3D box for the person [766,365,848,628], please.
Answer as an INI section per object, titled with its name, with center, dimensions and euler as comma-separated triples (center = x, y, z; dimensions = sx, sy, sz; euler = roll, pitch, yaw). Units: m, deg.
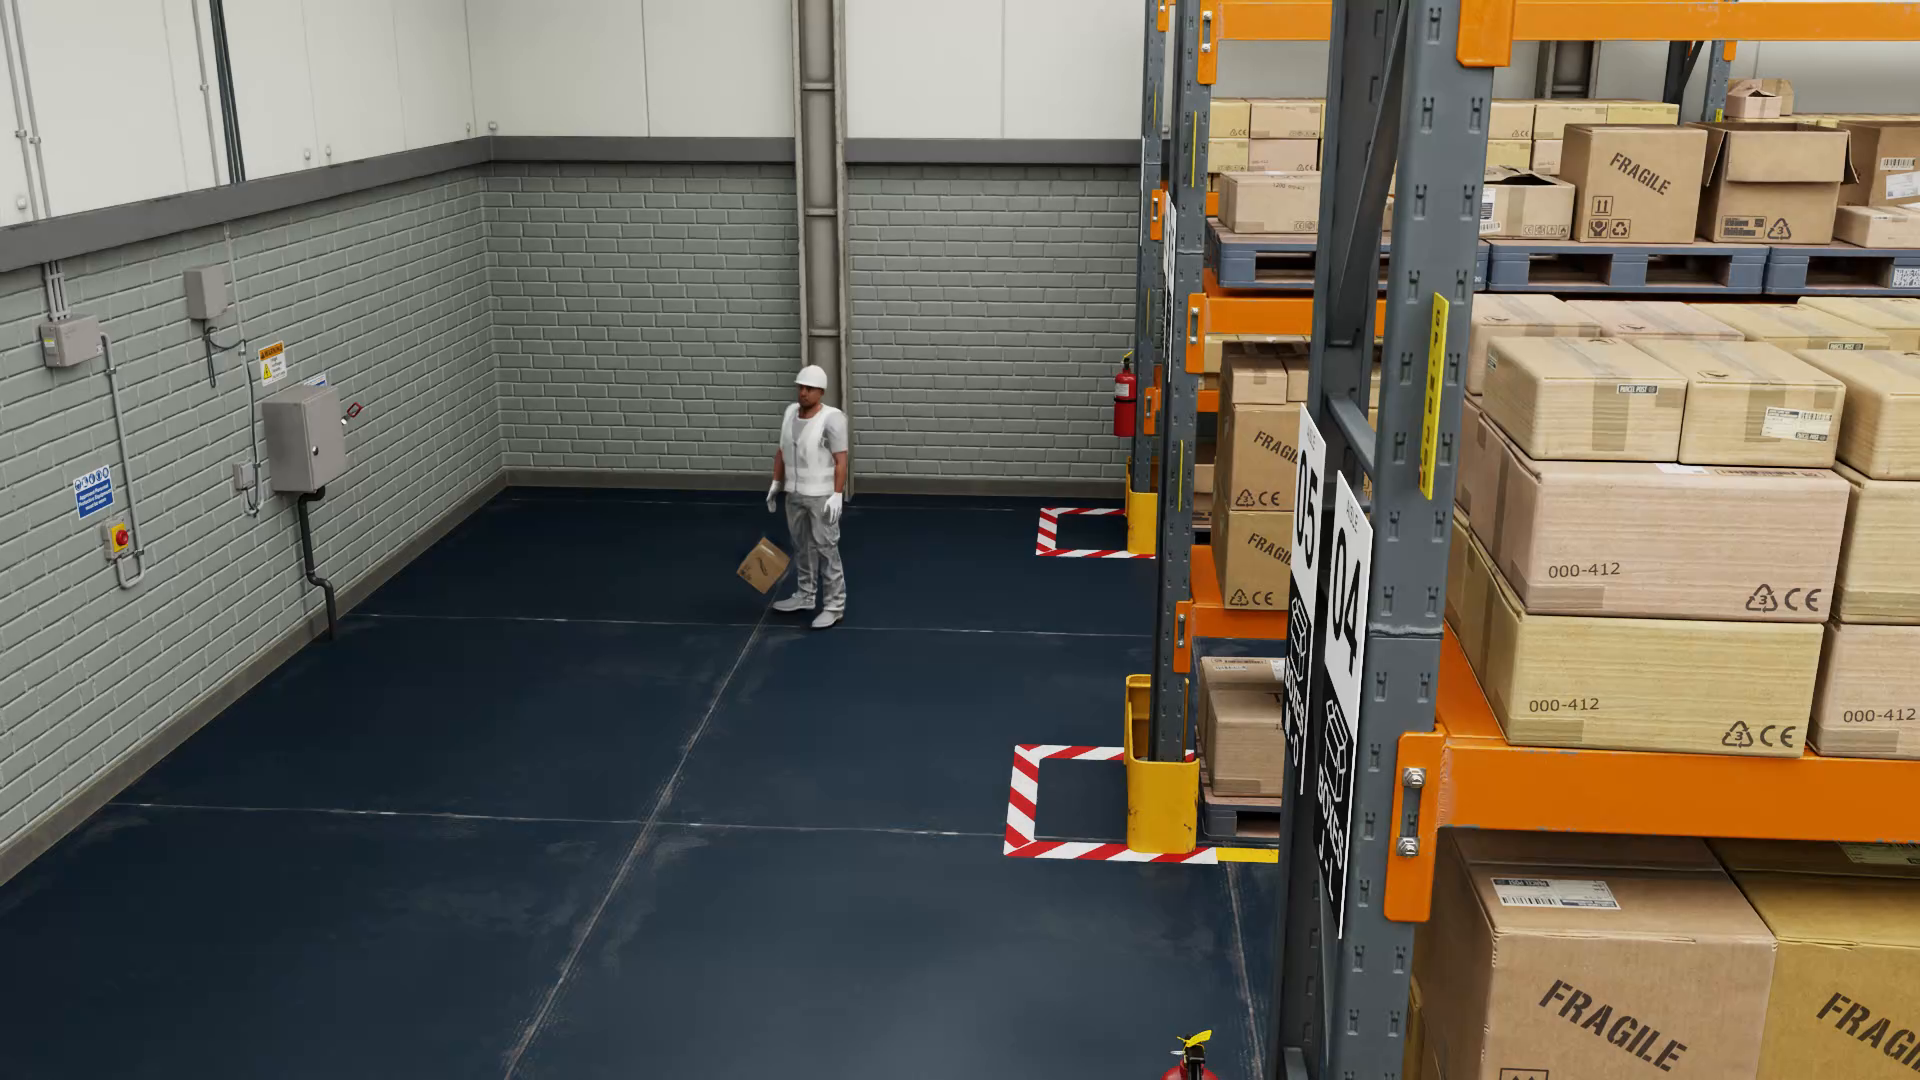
[person]
center = -1.044, -0.313, 11.440
dimensions = 0.628, 1.792, 0.405
euler = 14, 22, 37
